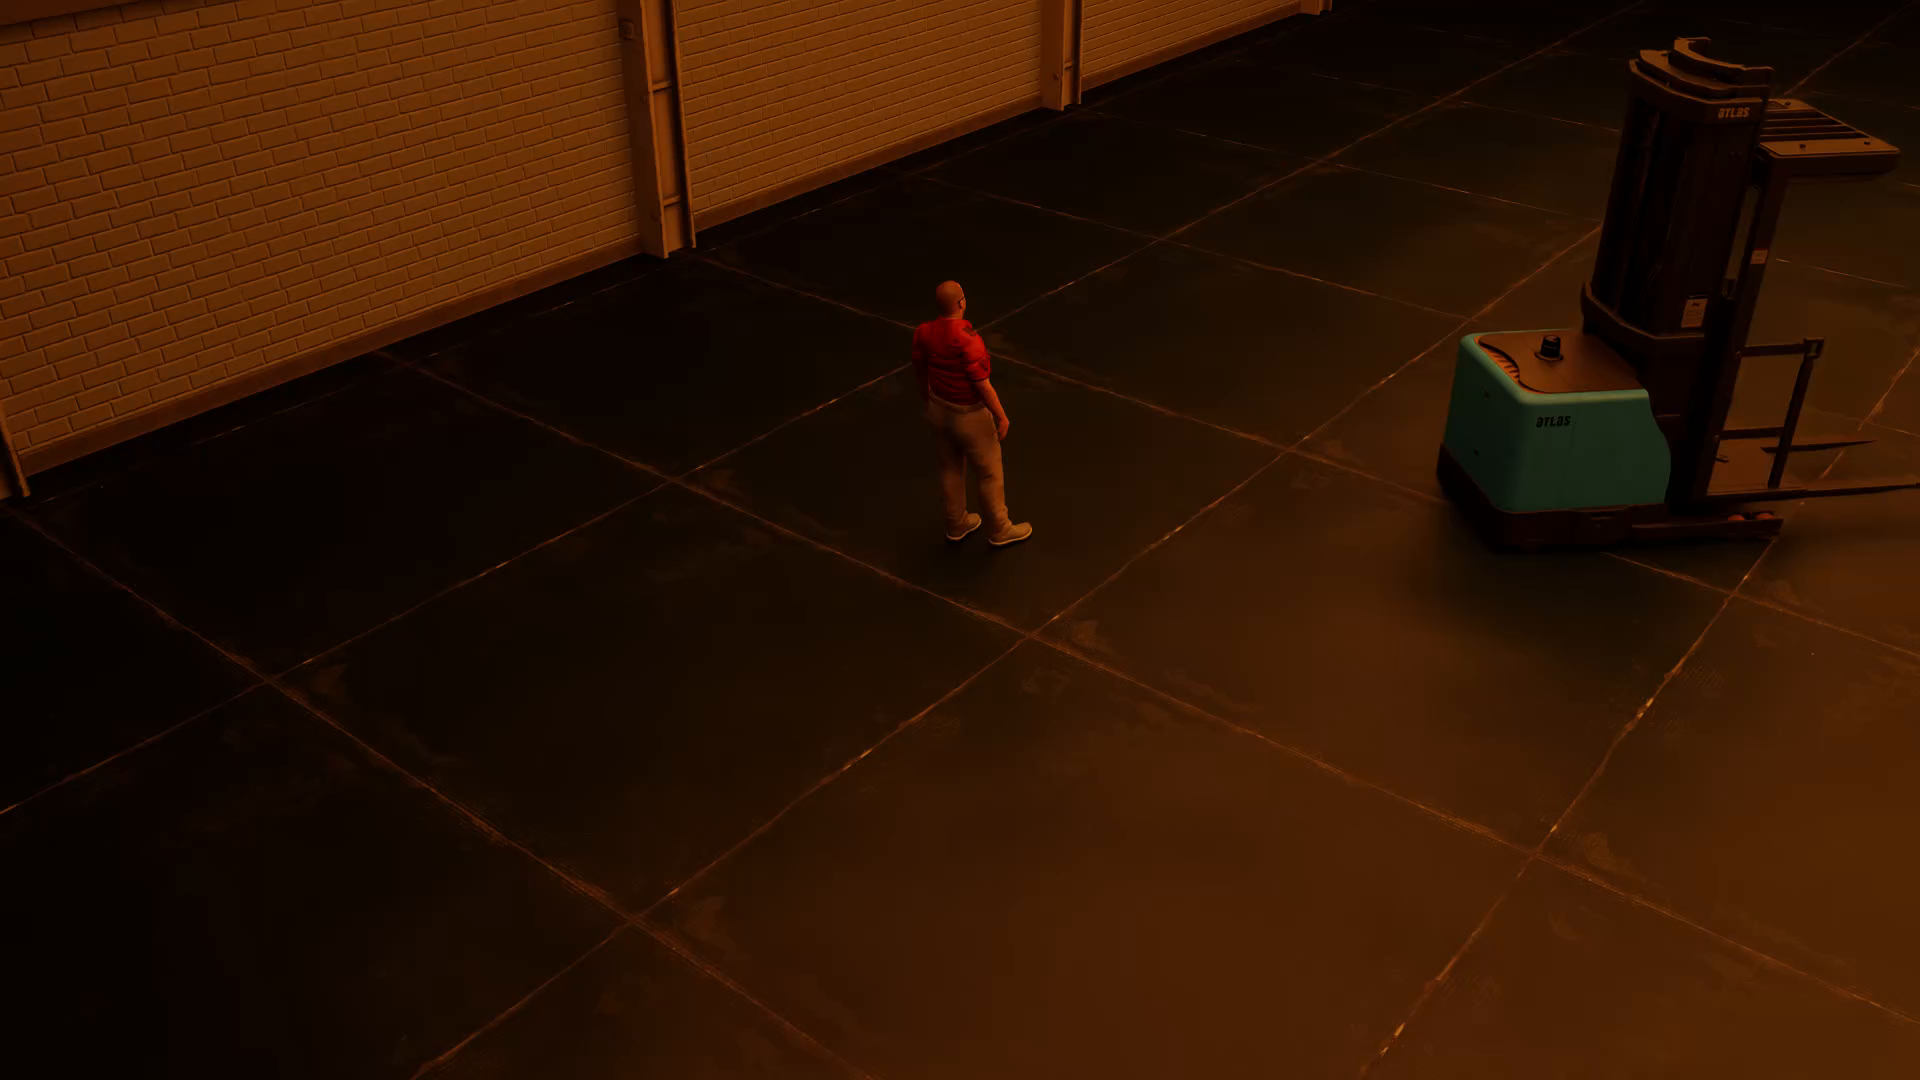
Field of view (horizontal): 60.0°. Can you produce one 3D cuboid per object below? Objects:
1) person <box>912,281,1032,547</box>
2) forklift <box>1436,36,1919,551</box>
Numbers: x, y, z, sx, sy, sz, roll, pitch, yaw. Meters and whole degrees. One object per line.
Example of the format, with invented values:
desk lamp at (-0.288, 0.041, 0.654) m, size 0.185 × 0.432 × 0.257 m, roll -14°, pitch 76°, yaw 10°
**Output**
person at (0.066, -0.785, 10.114) m, size 0.641 × 1.728 × 0.550 m, roll 22°, pitch 37°, yaw 33°
forklift at (4.736, -1.516, 10.189) m, size 3.031 × 2.935 × 1.130 m, roll -4°, pitch 31°, yaw -6°
